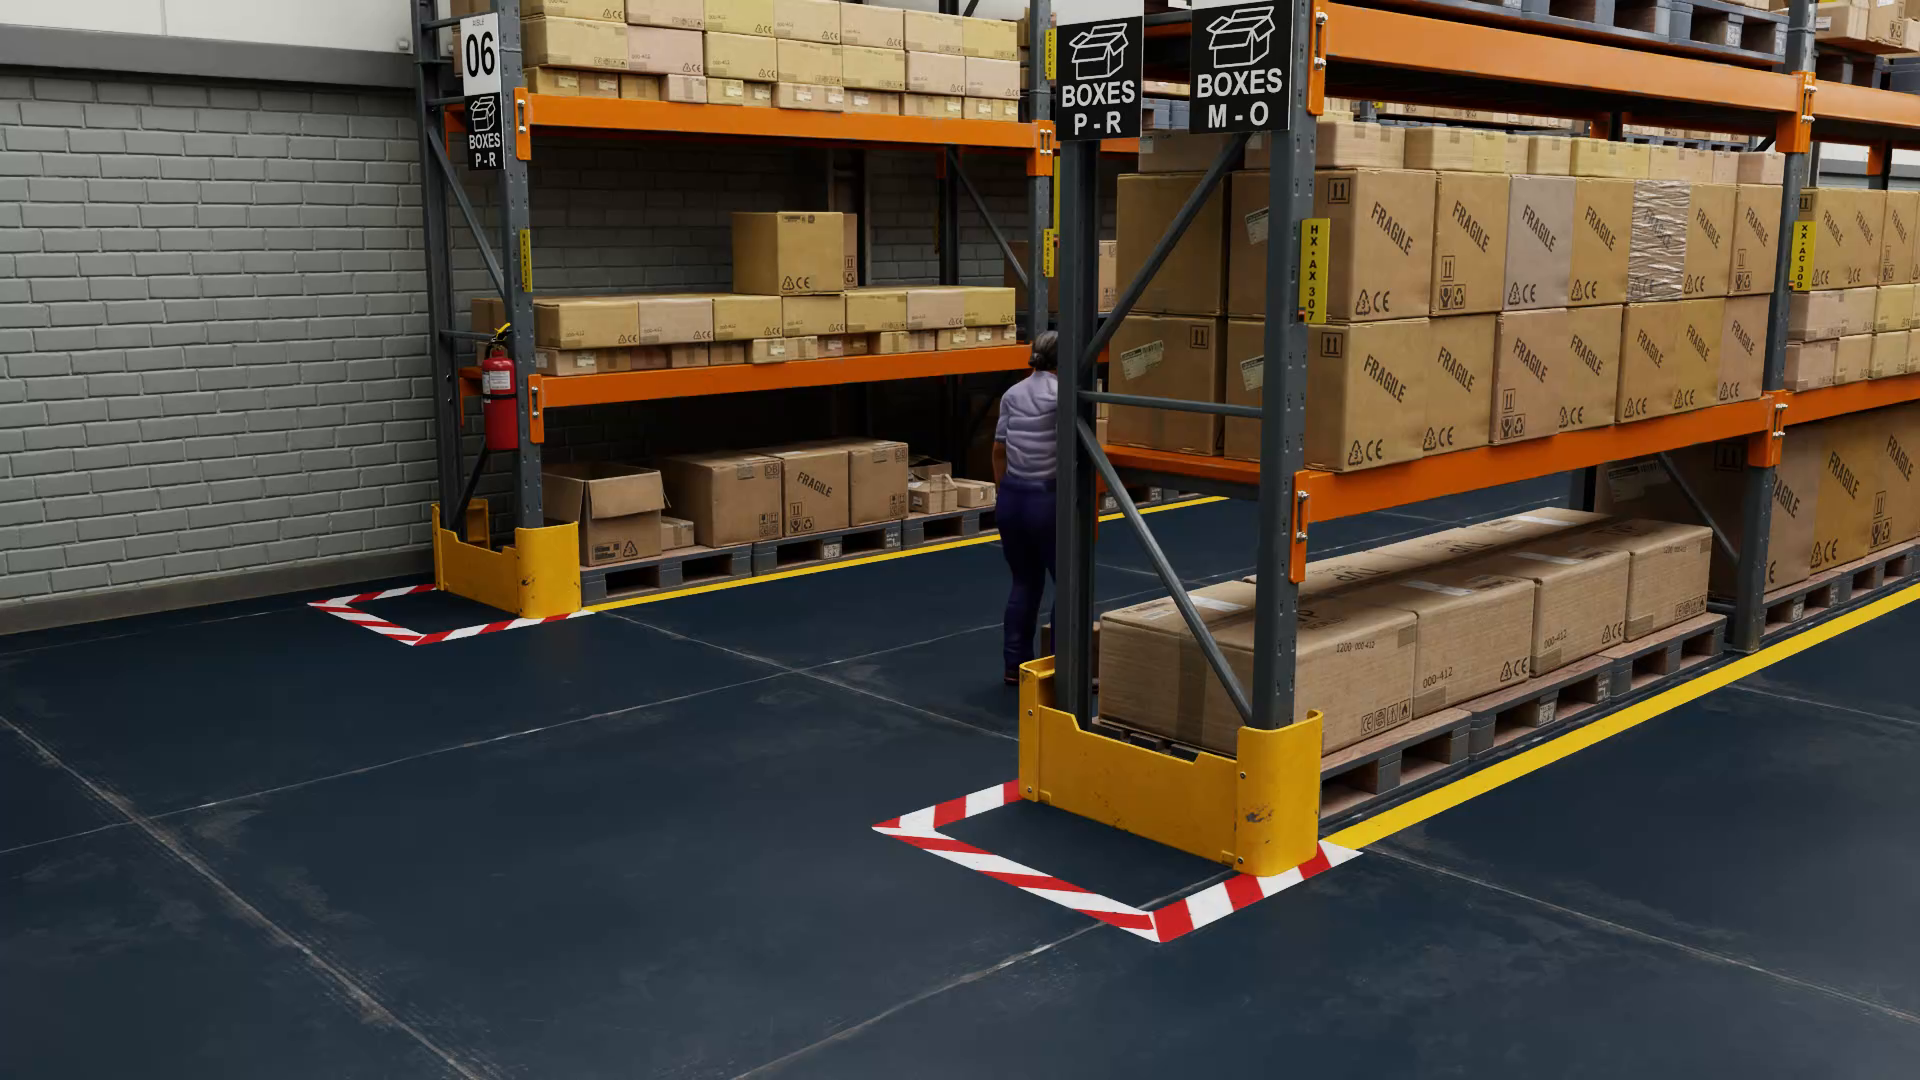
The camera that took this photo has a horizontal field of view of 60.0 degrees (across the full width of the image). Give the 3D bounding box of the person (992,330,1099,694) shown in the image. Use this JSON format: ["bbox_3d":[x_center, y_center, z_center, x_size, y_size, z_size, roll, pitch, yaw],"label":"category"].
[{"bbox_3d":[0.391,-0.126,7.628,0.549,1.646,0.374,10,15,43],"label":"person"}]
